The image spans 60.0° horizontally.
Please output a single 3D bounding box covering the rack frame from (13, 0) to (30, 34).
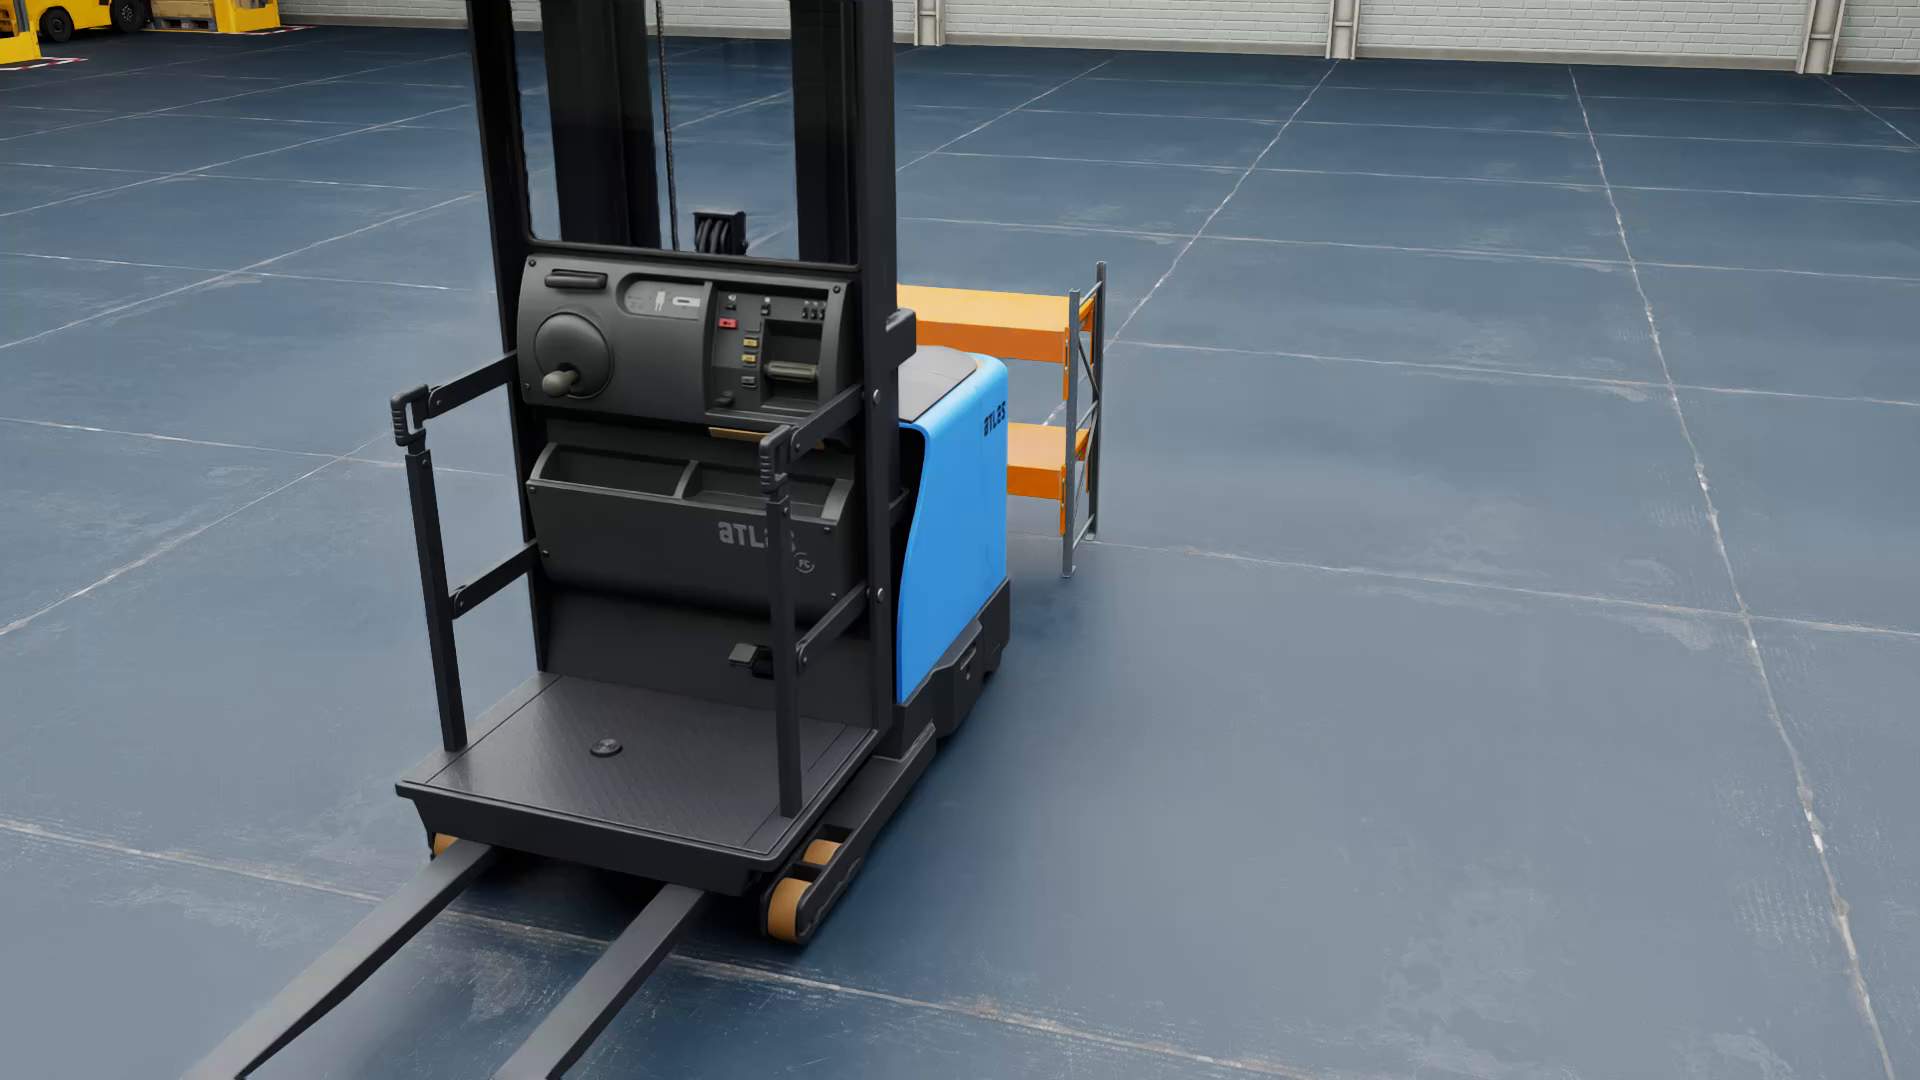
[{"bbox_3d":[-12.960,-7.862,21.983,0.127,3.000,1.000,7,23,16],"label":"rack frame"}]

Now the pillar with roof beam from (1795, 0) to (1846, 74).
[{"bbox_3d":[9.797,-8.650,15.999,0.400,9.000,9.100,7,23,16],"label":"pillar with roof beam"}]

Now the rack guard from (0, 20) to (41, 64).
[{"bbox_3d":[-13.033,-6.713,22.478,0.348,0.500,1.175,7,23,16],"label":"rack guard"}]

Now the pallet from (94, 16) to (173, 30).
[{"bbox_3d":[-13.438,-8.578,27.405,1.213,0.211,1.003,7,23,15],"label":"pallet"}]

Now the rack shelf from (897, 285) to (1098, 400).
[{"bbox_3d":[-0.006,-0.792,6.447,1.000,0.278,0.538,7,23,16],"label":"rack shelf"}]

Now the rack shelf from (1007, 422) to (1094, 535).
[{"bbox_3d":[-0.006,-0.295,6.651,1.000,0.278,0.538,7,23,16],"label":"rack shelf"}]

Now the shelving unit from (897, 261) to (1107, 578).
[{"bbox_3d":[-0.006,-0.521,6.558,1.048,1.125,0.538,7,23,16],"label":"shelving unit"}]

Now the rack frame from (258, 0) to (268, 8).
[{"bbox_3d":[-11.530,-9.665,26.381,0.127,3.000,1.000,7,23,16],"label":"rack frame"}]

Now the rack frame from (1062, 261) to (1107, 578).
[{"bbox_3d":[0.480,-0.465,6.422,0.032,1.125,0.500,7,23,16],"label":"rack frame"}]

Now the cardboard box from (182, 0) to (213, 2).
[{"bbox_3d":[-12.086,-8.759,26.581,0.500,0.250,0.500,6,23,15],"label":"cardboard box"}]

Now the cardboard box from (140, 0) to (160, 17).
[{"bbox_3d":[-13.021,-8.640,26.951,0.500,0.250,0.500,7,23,16],"label":"cardboard box"}]

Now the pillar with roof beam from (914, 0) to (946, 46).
[{"bbox_3d":[-1.691,-9.965,19.206,0.400,9.000,9.100,7,23,16],"label":"pillar with roof beam"}]

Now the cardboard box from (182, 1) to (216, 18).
[{"bbox_3d":[-12.071,-8.524,26.668,0.500,0.250,0.500,7,23,16],"label":"cardboard box"}]

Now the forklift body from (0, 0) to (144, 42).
[{"bbox_3d":[-13.872,-8.818,25.432,1.214,2.155,2.313,7,23,16],"label":"forklift body"}]

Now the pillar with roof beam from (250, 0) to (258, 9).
[{"bbox_3d":[-13.180,-11.281,22.413,0.400,9.000,9.100,7,23,16],"label":"pillar with roof beam"}]

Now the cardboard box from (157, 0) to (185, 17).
[{"bbox_3d":[-12.544,-8.582,26.810,0.500,0.250,0.500,7,23,15],"label":"cardboard box"}]

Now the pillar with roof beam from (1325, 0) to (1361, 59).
[{"bbox_3d":[4.053,-9.307,17.603,0.400,9.000,9.100,7,23,16],"label":"pillar with roof beam"}]

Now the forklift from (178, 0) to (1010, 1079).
[{"bbox_3d":[-0.800,-0.498,4.123,1.130,2.935,3.031,8,24,18],"label":"forklift"}]

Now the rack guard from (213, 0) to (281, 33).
[{"bbox_3d":[-11.507,-8.506,26.848,0.348,0.500,1.175,7,23,16],"label":"rack guard"}]

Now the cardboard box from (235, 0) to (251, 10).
[{"bbox_3d":[-11.944,-8.712,27.127,0.500,0.250,0.500,7,23,16],"label":"cardboard box"}]

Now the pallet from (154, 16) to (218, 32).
[{"bbox_3d":[-12.274,-8.444,27.077,1.213,0.211,1.003,7,23,16],"label":"pallet"}]
